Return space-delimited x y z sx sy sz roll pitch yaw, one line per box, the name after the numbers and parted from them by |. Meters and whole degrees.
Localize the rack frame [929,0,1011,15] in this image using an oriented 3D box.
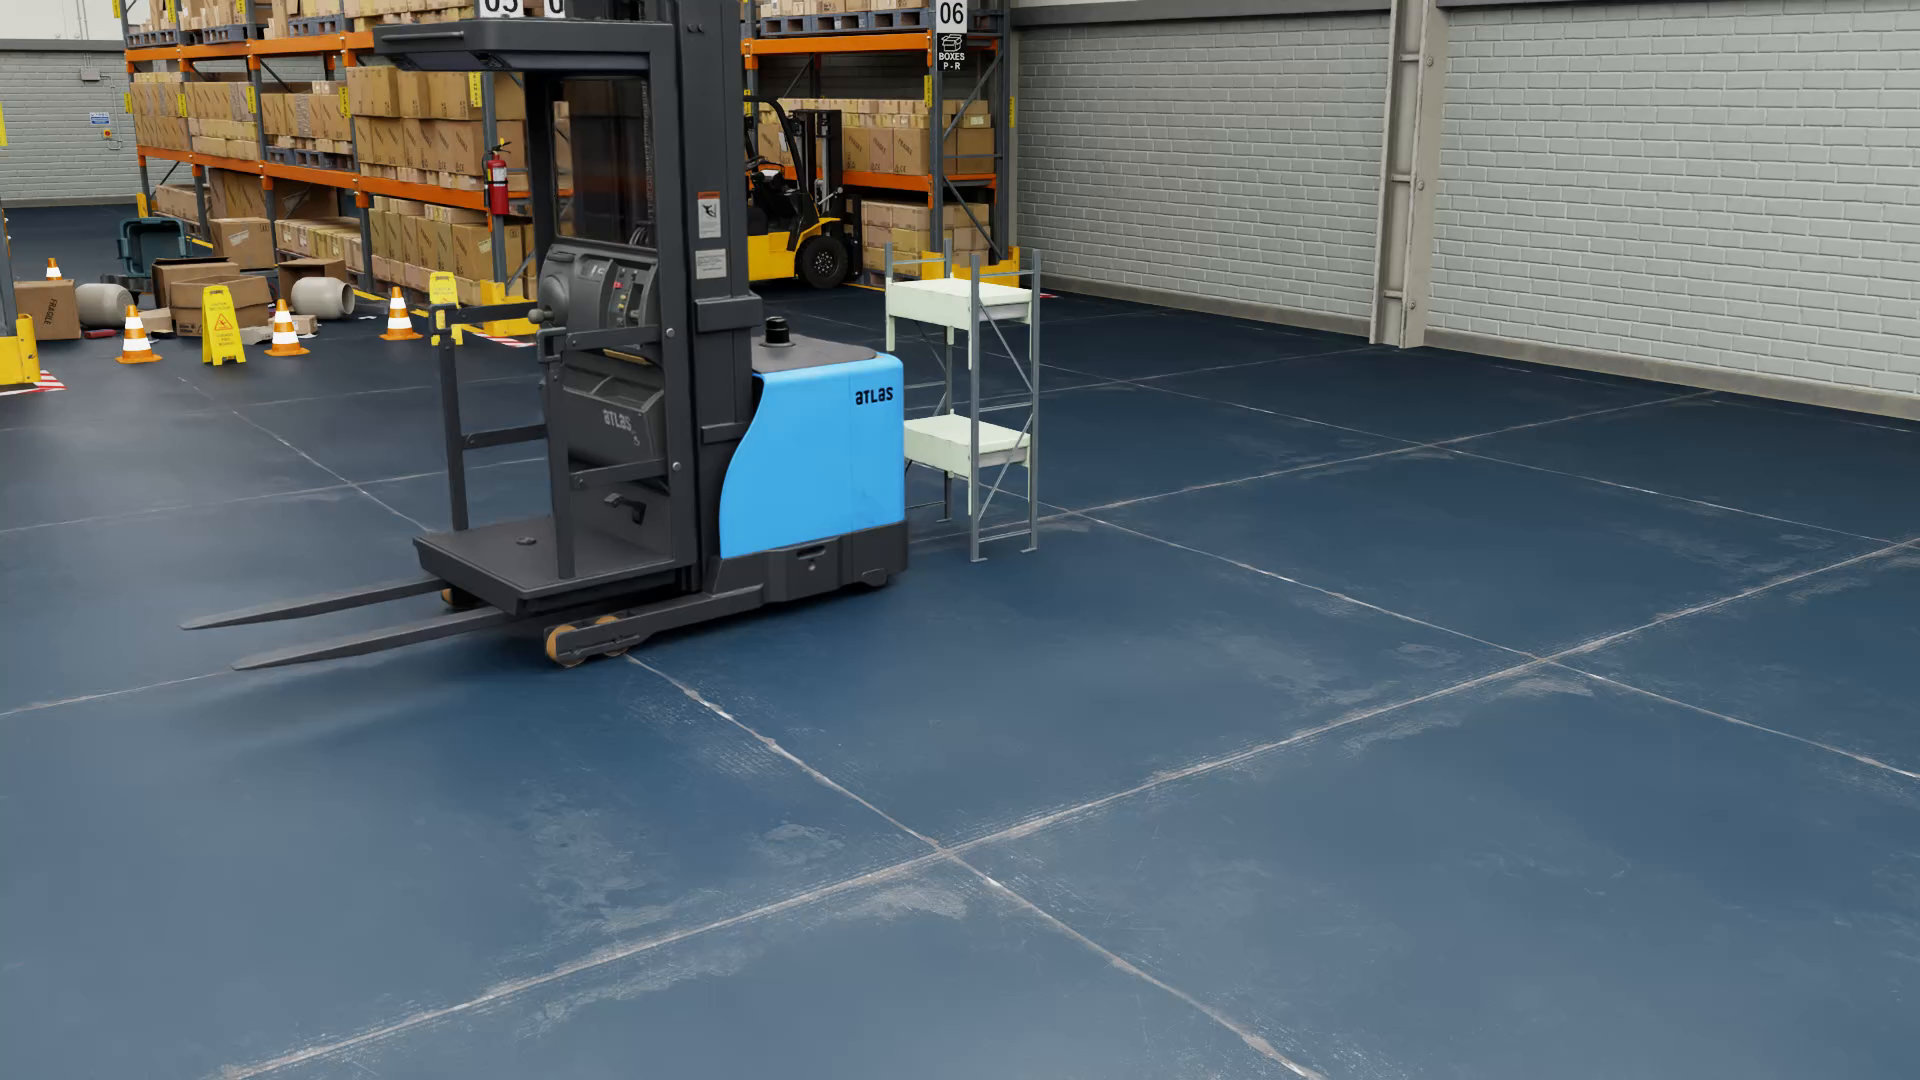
0.110 -7.106 17.494 1.000 3.000 0.127 -11 19 -35 | rack frame

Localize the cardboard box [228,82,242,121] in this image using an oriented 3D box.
-9.430 -5.858 22.215 0.500 0.500 0.500 -10 18 -34 | cardboard box

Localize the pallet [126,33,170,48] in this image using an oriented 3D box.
-12.866 -8.105 26.994 1.003 0.211 1.213 -11 19 -35 | pallet

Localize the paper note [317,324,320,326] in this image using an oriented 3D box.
-6.261 -2.102 16.236 0.032 0.001 0.123 -11 19 -35 | paper note

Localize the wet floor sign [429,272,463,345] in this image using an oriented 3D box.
-4.656 -2.099 15.024 0.267 0.644 0.232 -4 16 -15 | wet floor sign

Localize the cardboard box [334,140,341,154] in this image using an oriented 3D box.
-6.921 -4.503 19.027 0.380 0.149 0.250 -12 19 -36 | cardboard box

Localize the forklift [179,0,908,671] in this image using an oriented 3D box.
-1.691 -1.057 6.887 3.031 2.935 1.130 -13 20 -39 | forklift

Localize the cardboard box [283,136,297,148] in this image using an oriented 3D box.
-8.158 -4.940 20.623 0.380 0.149 0.250 -11 19 -34 | cardboard box

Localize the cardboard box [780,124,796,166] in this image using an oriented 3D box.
-1.872 -4.871 20.502 0.500 0.500 0.500 -10 18 -34 | cardboard box

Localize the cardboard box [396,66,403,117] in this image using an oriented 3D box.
-5.235 -4.521 16.765 0.700 0.500 0.500 -11 19 -35 | cardboard box

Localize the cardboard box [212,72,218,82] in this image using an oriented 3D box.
-11.098 -7.007 25.184 0.380 0.149 0.250 -11 19 -34 | cardboard box

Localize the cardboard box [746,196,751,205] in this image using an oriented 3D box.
-2.558 -4.234 22.065 0.875 0.625 0.625 -10 18 -32 | cardboard box

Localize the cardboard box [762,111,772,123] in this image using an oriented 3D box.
-2.267 -5.319 20.910 0.380 0.149 0.250 -11 19 -35 | cardboard box

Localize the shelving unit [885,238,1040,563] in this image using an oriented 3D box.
0.004 -0.722 8.373 0.431 1.500 0.755 -11 19 -35 | shelving unit

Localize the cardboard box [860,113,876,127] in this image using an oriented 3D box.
-0.929 -4.824 19.100 0.380 0.149 0.250 -12 19 -36 | cardboard box

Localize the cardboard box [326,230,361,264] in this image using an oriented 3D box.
-6.990 -3.495 19.847 0.950 0.372 0.625 -10 18 -31 | cardboard box

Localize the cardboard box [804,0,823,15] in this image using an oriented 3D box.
-1.615 -6.336 19.630 0.396 0.266 0.258 -11 19 -36 | cardboard box

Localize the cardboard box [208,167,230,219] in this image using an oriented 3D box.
-10.529 -5.062 24.617 0.875 0.875 0.875 -10 18 -33 | cardboard box

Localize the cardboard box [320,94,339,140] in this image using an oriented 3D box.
-7.004 -4.859 19.097 0.500 0.500 0.500 -11 19 -34 | cardboard box

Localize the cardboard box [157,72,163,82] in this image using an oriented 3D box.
-12.254 -7.197 25.876 0.380 0.149 0.250 -11 19 -35 | cardboard box

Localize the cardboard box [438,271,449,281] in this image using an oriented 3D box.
-4.894 -2.560 16.662 0.500 0.250 0.500 -11 19 -34 | cardboard box

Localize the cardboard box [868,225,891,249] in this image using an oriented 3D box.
-0.715 -3.494 19.127 0.500 0.250 0.500 -11 19 -35 | cardboard box

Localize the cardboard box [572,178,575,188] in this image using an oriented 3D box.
-5.846 -5.584 26.008 0.380 0.149 0.250 -12 19 -37 | cardboard box

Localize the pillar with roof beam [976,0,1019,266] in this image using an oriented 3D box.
-3.052 -6.727 16.107 9.100 9.000 0.400 -11 19 -35 | pillar with roof beam

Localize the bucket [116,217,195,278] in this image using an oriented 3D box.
-8.254 -2.989 17.135 0.726 0.611 0.620 -4 6 -15 | bucket

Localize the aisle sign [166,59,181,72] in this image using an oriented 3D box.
-13.102 -8.175 27.840 0.394 0.787 0.004 -11 19 -35 | aisle sign

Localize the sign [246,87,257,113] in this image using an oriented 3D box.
-9.053 -5.621 21.239 0.100 0.325 0.005 -11 19 -35 | sign

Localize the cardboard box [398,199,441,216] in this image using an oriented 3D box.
-5.637 -3.476 17.358 0.380 0.149 0.250 -10 18 -31 | cardboard box

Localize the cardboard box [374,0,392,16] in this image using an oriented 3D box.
-5.623 -5.459 16.879 0.500 0.250 0.500 -11 19 -34 | cardboard box

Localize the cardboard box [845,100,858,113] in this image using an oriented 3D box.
-1.102 -5.018 19.247 0.380 0.149 0.250 -10 18 -33 | cardboard box

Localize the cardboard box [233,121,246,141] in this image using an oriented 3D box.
-9.401 -5.491 22.295 0.500 0.250 0.500 -11 19 -36 | cardboard box

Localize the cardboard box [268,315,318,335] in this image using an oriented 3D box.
-6.307 -2.033 15.721 0.380 0.149 0.250 -2 15 -6 | cardboard box

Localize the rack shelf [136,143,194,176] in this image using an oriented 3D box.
-12.134 -6.084 26.486 1.077 0.370 4.000 -11 19 -35 | rack shelf

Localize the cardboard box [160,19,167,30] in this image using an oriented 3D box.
-11.748 -7.723 24.922 0.380 0.149 0.250 -10 18 -33 | cardboard box

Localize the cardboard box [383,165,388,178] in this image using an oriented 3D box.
-5.957 -3.959 17.837 0.380 0.149 0.250 -11 19 -35 | cardboard box

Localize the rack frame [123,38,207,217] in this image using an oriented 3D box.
-13.310 -6.858 27.951 1.000 3.000 0.127 -11 19 -35 | rack frame

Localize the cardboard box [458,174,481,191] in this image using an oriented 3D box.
-4.534 -3.404 15.806 0.380 0.149 0.250 -11 19 -35 | cardboard box

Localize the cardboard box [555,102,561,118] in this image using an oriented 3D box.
-6.076 -6.610 26.059 0.700 0.500 0.500 -11 19 -35 | cardboard box

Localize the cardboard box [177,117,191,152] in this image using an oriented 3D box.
-11.438 -6.111 25.034 0.500 0.500 0.500 -11 19 -34 | cardboard box

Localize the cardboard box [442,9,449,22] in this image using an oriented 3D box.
-4.640 -4.910 15.627 0.380 0.149 0.250 -10 18 -33 | cardboard box

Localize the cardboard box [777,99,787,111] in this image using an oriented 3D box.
-2.053 -5.418 20.709 0.380 0.149 0.250 -11 19 -34 | cardboard box

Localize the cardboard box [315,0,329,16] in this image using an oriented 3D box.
-7.009 -6.084 18.928 0.500 0.250 0.500 -11 19 -34 | cardboard box

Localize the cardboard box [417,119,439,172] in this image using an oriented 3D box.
-5.027 -3.921 16.468 0.500 0.500 0.500 -11 19 -35 | cardboard box

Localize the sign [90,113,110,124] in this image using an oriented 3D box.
-16.720 -8.194 32.322 0.327 0.218 0.001 -11 19 -35 | sign

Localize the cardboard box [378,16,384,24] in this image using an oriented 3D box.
-5.811 -5.357 17.259 0.380 0.149 0.250 -10 18 -33 | cardboard box

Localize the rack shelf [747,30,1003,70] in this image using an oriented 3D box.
-1.066 -5.740 19.545 1.077 0.370 4.000 -11 19 -35 | rack shelf

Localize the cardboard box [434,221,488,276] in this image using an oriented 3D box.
-4.894 -2.921 16.559 0.500 0.500 0.500 -10 18 -33 | cardboard box

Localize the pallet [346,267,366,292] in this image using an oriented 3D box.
-6.714 -3.117 19.563 1.003 0.211 1.213 -11 19 -35 | pallet

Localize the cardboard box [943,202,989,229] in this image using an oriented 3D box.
-0.019 -3.703 18.944 0.500 0.250 0.500 -11 19 -35 | cardboard box

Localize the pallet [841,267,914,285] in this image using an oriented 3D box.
-1.087 -3.285 20.178 1.003 0.211 1.213 -11 19 -35 | pallet

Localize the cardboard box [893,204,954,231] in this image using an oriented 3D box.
-0.413 -3.621 18.644 0.500 0.250 0.500 -10 18 -33 | cardboard box

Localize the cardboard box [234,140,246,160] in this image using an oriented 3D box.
-9.427 -5.252 22.366 0.500 0.250 0.500 -10 18 -34 | cardboard box

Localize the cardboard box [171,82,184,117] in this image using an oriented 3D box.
-11.459 -6.592 24.897 0.500 0.500 0.500 -11 19 -35 | cardboard box

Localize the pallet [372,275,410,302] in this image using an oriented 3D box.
-5.831 -2.813 18.453 1.003 0.211 1.213 -11 19 -35 | pallet

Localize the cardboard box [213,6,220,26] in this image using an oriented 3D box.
-9.699 -6.974 22.152 0.396 0.266 0.258 -11 19 -36 | cardboard box

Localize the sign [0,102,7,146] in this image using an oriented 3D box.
-7.395 -3.192 12.767 0.100 0.325 0.005 -11 19 -35 | sign
